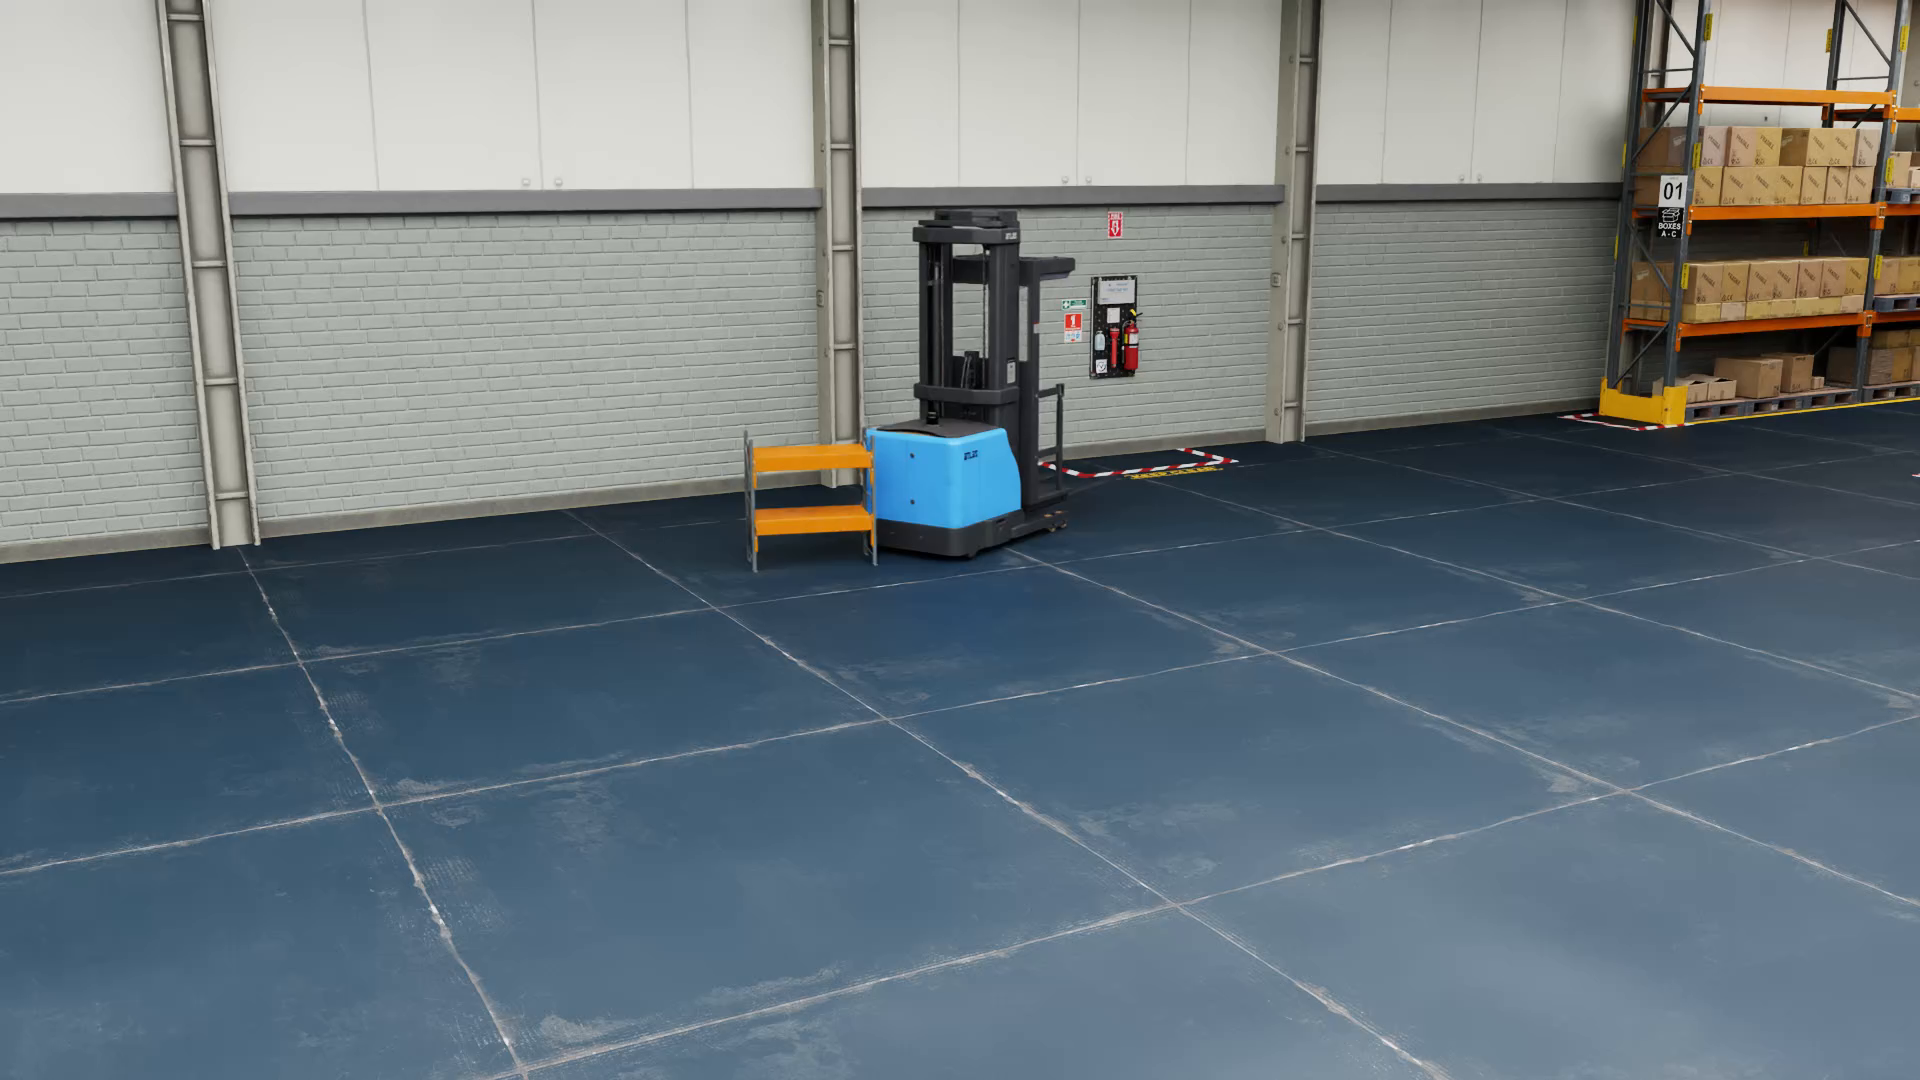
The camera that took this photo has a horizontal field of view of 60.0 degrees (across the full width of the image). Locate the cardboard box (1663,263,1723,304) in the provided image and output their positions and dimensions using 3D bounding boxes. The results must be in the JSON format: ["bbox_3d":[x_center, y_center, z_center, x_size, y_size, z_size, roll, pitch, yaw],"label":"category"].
[{"bbox_3d":[9.641,-3.379,21.879,0.500,0.500,0.500,-7,14,-28],"label":"cardboard box"}]

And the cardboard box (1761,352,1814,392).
[{"bbox_3d":[11.697,-2.383,23.558,0.500,0.500,0.500,-8,15,-32],"label":"cardboard box"}]

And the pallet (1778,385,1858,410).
[{"bbox_3d":[12.017,-2.067,23.813,1.213,0.211,1.003,-7,14,-28],"label":"pallet"}]

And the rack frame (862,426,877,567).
[{"bbox_3d":[-0.777,-0.378,14.226,0.032,1.125,0.500,-3,13,-13],"label":"rack frame"}]

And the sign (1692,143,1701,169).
[{"bbox_3d":[9.338,-4.869,21.092,0.005,0.325,0.100,-7,14,-28],"label":"sign"}]

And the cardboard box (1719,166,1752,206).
[{"bbox_3d":[9.980,-4.643,21.802,0.500,0.500,0.500,-6,14,-24],"label":"cardboard box"}]

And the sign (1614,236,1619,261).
[{"bbox_3d":[8.830,-3.912,22.304,0.005,0.325,0.100,-7,14,-28],"label":"sign"}]

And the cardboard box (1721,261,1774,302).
[{"bbox_3d":[10.536,-3.482,22.338,0.500,0.500,0.500,-7,15,-30],"label":"cardboard box"}]

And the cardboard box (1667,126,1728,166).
[{"bbox_3d":[9.533,-5.088,21.501,0.500,0.500,0.500,-8,15,-32],"label":"cardboard box"}]

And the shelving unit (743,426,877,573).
[{"bbox_3d":[-1.272,-0.353,14.116,1.048,1.125,0.538,-3,13,-13],"label":"shelving unit"}]

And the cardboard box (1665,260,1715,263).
[{"bbox_3d":[9.837,-3.528,22.543,0.500,0.500,0.500,-7,14,-27],"label":"cardboard box"}]

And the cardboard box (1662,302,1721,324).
[{"bbox_3d":[9.659,-3.011,21.952,0.500,0.250,0.500,-7,15,-29],"label":"cardboard box"}]

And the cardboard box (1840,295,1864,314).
[{"bbox_3d":[12.319,-3.333,23.385,0.500,0.250,0.500,-7,14,-28],"label":"cardboard box"}]

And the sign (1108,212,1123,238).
[{"bbox_3d":[1.770,-3.590,18.949,0.199,0.298,0.001,-7,14,-28],"label":"sign"}]

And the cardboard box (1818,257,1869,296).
[{"bbox_3d":[12.322,-3.698,23.298,0.500,0.500,0.500,-7,14,-28],"label":"cardboard box"}]

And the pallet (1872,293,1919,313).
[{"bbox_3d":[13.330,-3.464,24.105,1.213,0.211,1.003,-7,14,-28],"label":"pallet"}]

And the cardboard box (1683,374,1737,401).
[{"bbox_3d":[10.229,-2.102,22.741,0.500,0.311,0.500,-6,14,-23],"label":"cardboard box"}]

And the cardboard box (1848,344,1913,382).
[{"bbox_3d":[13.657,-2.645,24.720,0.500,0.500,0.700,-7,15,-29],"label":"cardboard box"}]

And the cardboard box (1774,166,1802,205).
[{"bbox_3d":[10.894,-4.759,22.317,0.500,0.500,0.500,-6,14,-24],"label":"cardboard box"}]

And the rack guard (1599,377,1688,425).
[{"bbox_3d":[9.145,-1.873,22.292,0.348,0.500,1.175,-7,14,-28],"label":"rack guard"}]

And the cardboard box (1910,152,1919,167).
[{"bbox_3d":[14.190,-5.394,24.229,0.500,0.500,0.500,-7,15,-30],"label":"cardboard box"}]

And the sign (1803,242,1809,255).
[{"bbox_3d":[12.320,-4.176,24.198,0.005,0.325,0.100,-7,14,-28],"label":"sign"}]

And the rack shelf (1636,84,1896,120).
[{"bbox_3d":[10.834,-5.869,22.337,4.000,0.370,1.077,-7,14,-28],"label":"rack shelf"}]

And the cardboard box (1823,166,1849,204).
[{"bbox_3d":[11.814,-4.875,22.836,0.500,0.500,0.500,-8,15,-33],"label":"cardboard box"}]

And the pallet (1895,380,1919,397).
[{"bbox_3d":[14.344,-2.356,25.097,1.213,0.211,1.003,-7,14,-28],"label":"pallet"}]

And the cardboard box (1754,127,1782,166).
[{"bbox_3d":[10.442,-5.187,21.942,0.500,0.500,0.500,-6,14,-26],"label":"cardboard box"}]

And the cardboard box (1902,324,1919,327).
[{"bbox_3d":[14.514,-3.098,25.026,0.500,0.250,0.500,-7,14,-28],"label":"cardboard box"}]

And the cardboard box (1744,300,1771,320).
[{"bbox_3d":[10.558,-3.121,22.440,0.500,0.250,0.500,-7,15,-29],"label":"cardboard box"}]

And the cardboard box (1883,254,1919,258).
[{"bbox_3d":[14.109,-3.948,24.590,0.500,0.500,0.700,-5,14,-20],"label":"cardboard box"}]

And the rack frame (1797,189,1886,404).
[{"bbox_3d":[12.589,-3.505,23.851,0.127,3.000,1.000,-7,14,-28],"label":"rack frame"}]

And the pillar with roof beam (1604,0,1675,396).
[{"bbox_3d":[11.341,-5.422,18.704,0.400,9.000,9.100,-7,14,-28],"label":"pillar with roof beam"}]

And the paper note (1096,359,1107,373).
[{"bbox_3d":[1.636,-2.006,19.195,0.142,0.148,0.016,-7,14,-28],"label":"paper note"}]

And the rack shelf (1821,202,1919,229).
[{"bbox_3d":[14.345,-4.828,24.536,4.000,0.370,1.077,-7,14,-28],"label":"rack shelf"}]

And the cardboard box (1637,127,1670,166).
[{"bbox_3d":[9.331,-5.190,21.955,0.500,0.500,0.500,-6,14,-25],"label":"cardboard box"}]

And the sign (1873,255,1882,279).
[{"bbox_3d":[12.856,-3.824,23.295,0.005,0.325,0.100,-7,14,-28],"label":"sign"}]

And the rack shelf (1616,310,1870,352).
[{"bbox_3d":[10.834,-2.944,22.995,4.000,0.370,1.077,-7,14,-28],"label":"rack shelf"}]

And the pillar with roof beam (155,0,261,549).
[{"bbox_3d":[-4.458,-3.528,10.290,0.400,9.000,9.100,-7,14,-28],"label":"pillar with roof beam"}]

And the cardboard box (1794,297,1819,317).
[{"bbox_3d":[11.443,-3.227,22.911,0.500,0.250,0.500,-7,14,-28],"label":"cardboard box"}]

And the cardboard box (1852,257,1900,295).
[{"bbox_3d":[13.052,-3.815,24.001,0.500,0.500,0.700,-7,14,-28],"label":"cardboard box"}]

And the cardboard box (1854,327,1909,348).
[{"bbox_3d":[13.612,-2.994,24.562,0.500,0.250,0.500,-7,15,-29],"label":"cardboard box"}]

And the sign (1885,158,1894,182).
[{"bbox_3d":[12.856,-5.117,23.004,0.005,0.325,0.100,-7,14,-28],"label":"sign"}]

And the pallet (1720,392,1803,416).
[{"bbox_3d":[10.944,-1.938,23.239,1.213,0.211,1.003,-7,14,-28],"label":"pallet"}]

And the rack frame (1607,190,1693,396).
[{"bbox_3d":[9.078,-3.084,21.982,0.127,3.000,1.000,-7,14,-28],"label":"rack frame"}]

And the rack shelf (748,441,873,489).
[{"bbox_3d":[-1.273,-0.639,14.051,1.000,0.278,0.538,-3,13,-13],"label":"rack shelf"}]

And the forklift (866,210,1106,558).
[{"bbox_3d":[0.364,-1.553,15.334,1.130,2.935,3.031,8,15,32],"label":"forklift"}]

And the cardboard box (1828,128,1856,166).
[{"bbox_3d":[11.801,-5.350,22.666,0.500,0.500,0.500,-6,14,-25],"label":"cardboard box"}]

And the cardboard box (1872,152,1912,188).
[{"bbox_3d":[13.107,-5.264,23.652,0.500,0.500,0.500,-5,13,-20],"label":"cardboard box"}]

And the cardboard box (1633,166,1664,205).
[{"bbox_3d":[9.323,-4.699,22.051,0.500,0.500,0.500,-6,14,-24],"label":"cardboard box"}]

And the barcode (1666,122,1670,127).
[{"bbox_3d":[9.462,-5.548,22.226,0.075,0.075,0.001,-7,14,-28],"label":"barcode"}]

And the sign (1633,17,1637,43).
[{"bbox_3d":[8.830,-6.653,21.688,0.005,0.325,0.100,-7,14,-28],"label":"sign"}]

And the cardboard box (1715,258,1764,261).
[{"bbox_3d":[10.730,-3.636,23.024,0.500,0.500,0.500,-7,14,-27],"label":"cardboard box"}]

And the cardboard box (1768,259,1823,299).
[{"bbox_3d":[11.440,-3.594,22.833,0.500,0.500,0.500,-7,15,-29],"label":"cardboard box"}]

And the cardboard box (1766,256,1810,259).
[{"bbox_3d":[11.621,-3.745,23.504,0.500,0.500,0.500,-7,14,-28],"label":"cardboard box"}]
